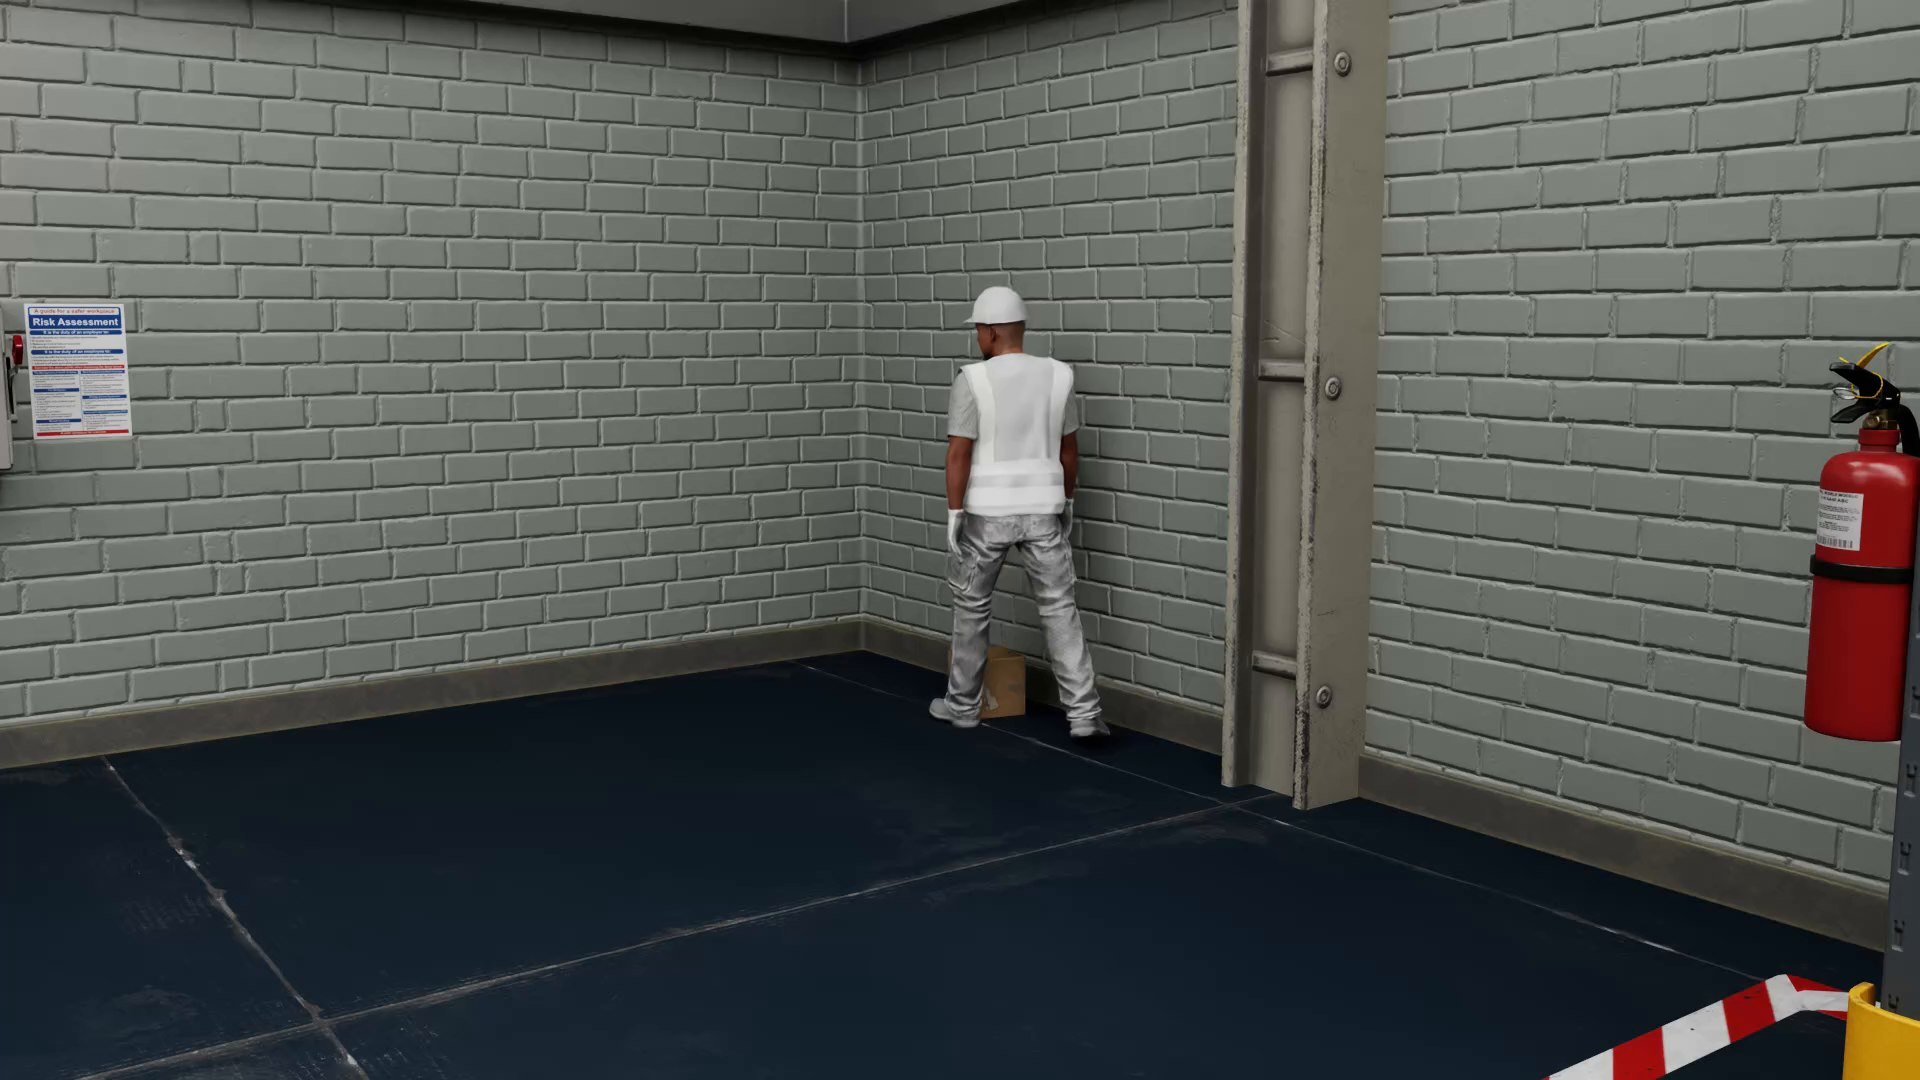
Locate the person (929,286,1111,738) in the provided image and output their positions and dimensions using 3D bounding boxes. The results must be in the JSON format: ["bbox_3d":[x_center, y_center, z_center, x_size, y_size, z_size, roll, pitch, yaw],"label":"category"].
[{"bbox_3d":[0.228,-0.108,6.581,0.637,1.771,0.759,-3,8,-19],"label":"person"}]
